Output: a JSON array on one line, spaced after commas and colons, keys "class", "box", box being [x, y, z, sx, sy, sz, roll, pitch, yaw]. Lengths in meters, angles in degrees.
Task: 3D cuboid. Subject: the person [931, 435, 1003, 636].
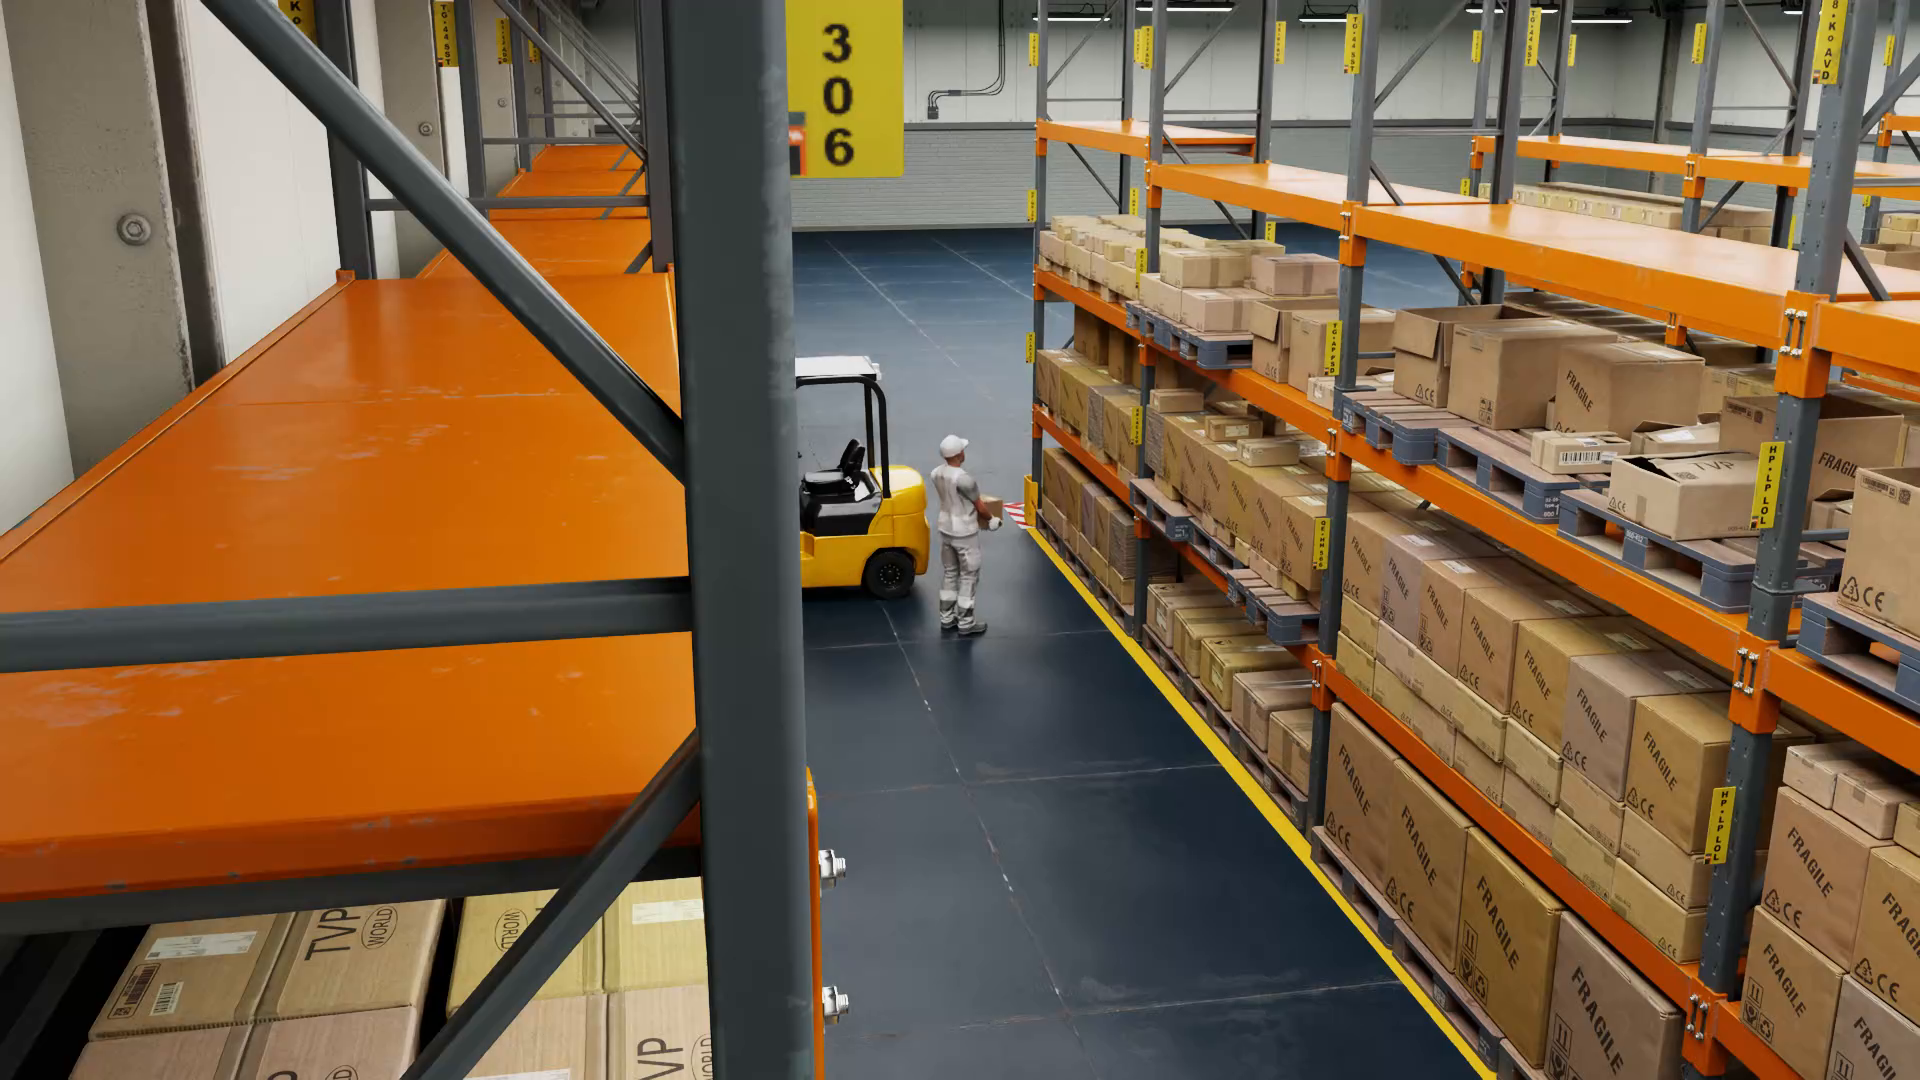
[{"class": "person", "box": [0.066, -0.076, 14.754, 0.558, 1.788, 0.502, -12, 20, -36]}]
